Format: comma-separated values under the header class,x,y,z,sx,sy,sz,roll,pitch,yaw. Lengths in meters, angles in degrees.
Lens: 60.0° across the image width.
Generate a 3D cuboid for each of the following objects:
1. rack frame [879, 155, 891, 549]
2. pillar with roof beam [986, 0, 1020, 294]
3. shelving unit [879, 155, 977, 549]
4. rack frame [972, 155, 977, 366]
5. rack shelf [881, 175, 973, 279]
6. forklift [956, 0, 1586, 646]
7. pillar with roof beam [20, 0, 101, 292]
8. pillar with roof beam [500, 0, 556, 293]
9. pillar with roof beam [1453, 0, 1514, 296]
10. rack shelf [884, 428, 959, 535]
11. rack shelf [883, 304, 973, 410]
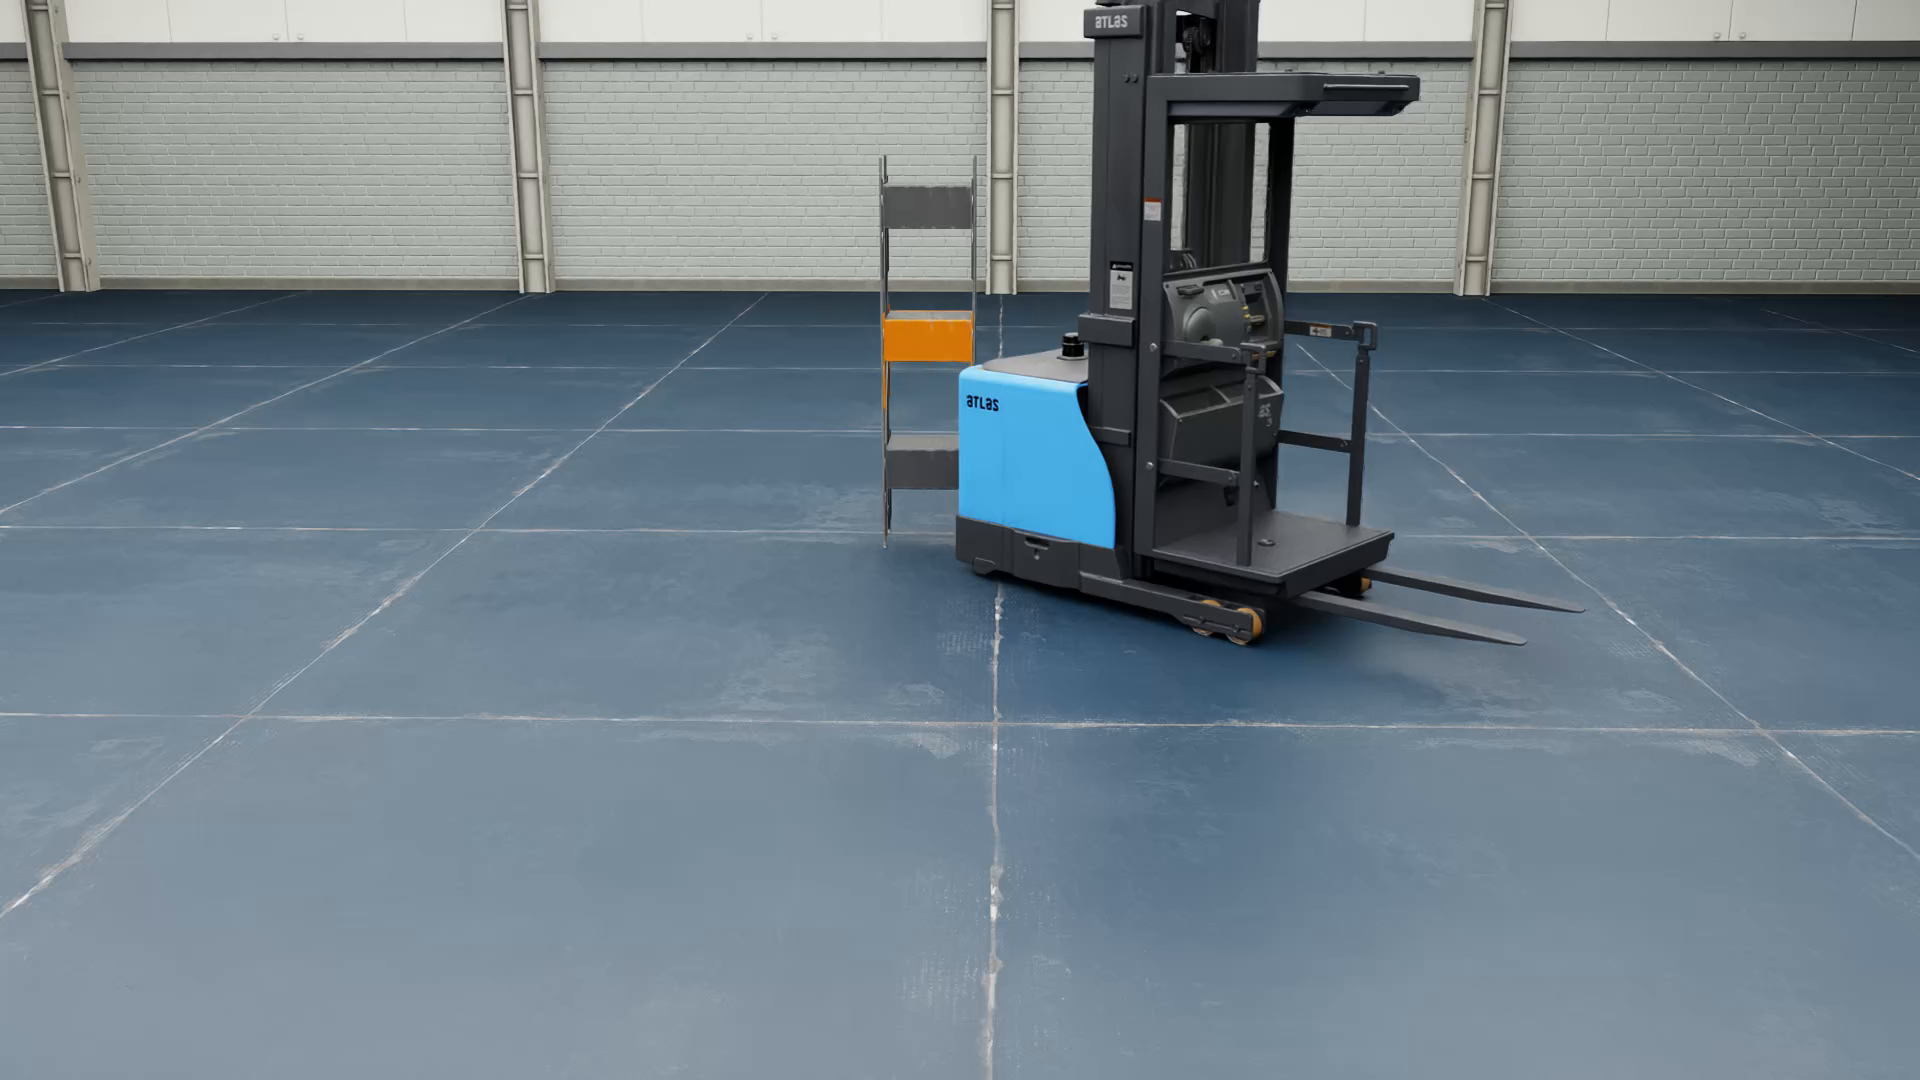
class,x,y,z,sx,sy,sz,roll,pitch,yaw
rack frame,-0.409,-1.018,9.082,0.015,2.100,0.400,0,15,1
pillar with roof beam,0.422,-6.433,16.083,0.400,9.000,9.100,0,15,1
shelving unit,-0.165,-1.016,9.076,0.503,2.100,0.431,0,15,1
rack frame,0.078,-1.015,9.070,0.015,2.100,0.400,0,15,1
rack shelf,-0.165,-1.680,8.901,0.480,0.518,0.431,0,15,1
forklift,1.410,-1.094,7.739,3.031,2.935,1.130,13,20,40
pillar with roof beam,-11.574,-6.511,16.379,0.400,9.000,9.100,0,15,1
pillar with roof beam,-5.576,-6.472,16.231,0.400,9.000,9.100,0,15,1
pillar with roof beam,6.420,-6.394,15.935,0.400,9.000,9.100,0,15,1
rack shelf,-0.165,-0.326,9.258,0.480,0.518,0.431,0,15,1
rack shelf,-0.165,-1.003,9.080,0.480,0.518,0.431,0,15,1
